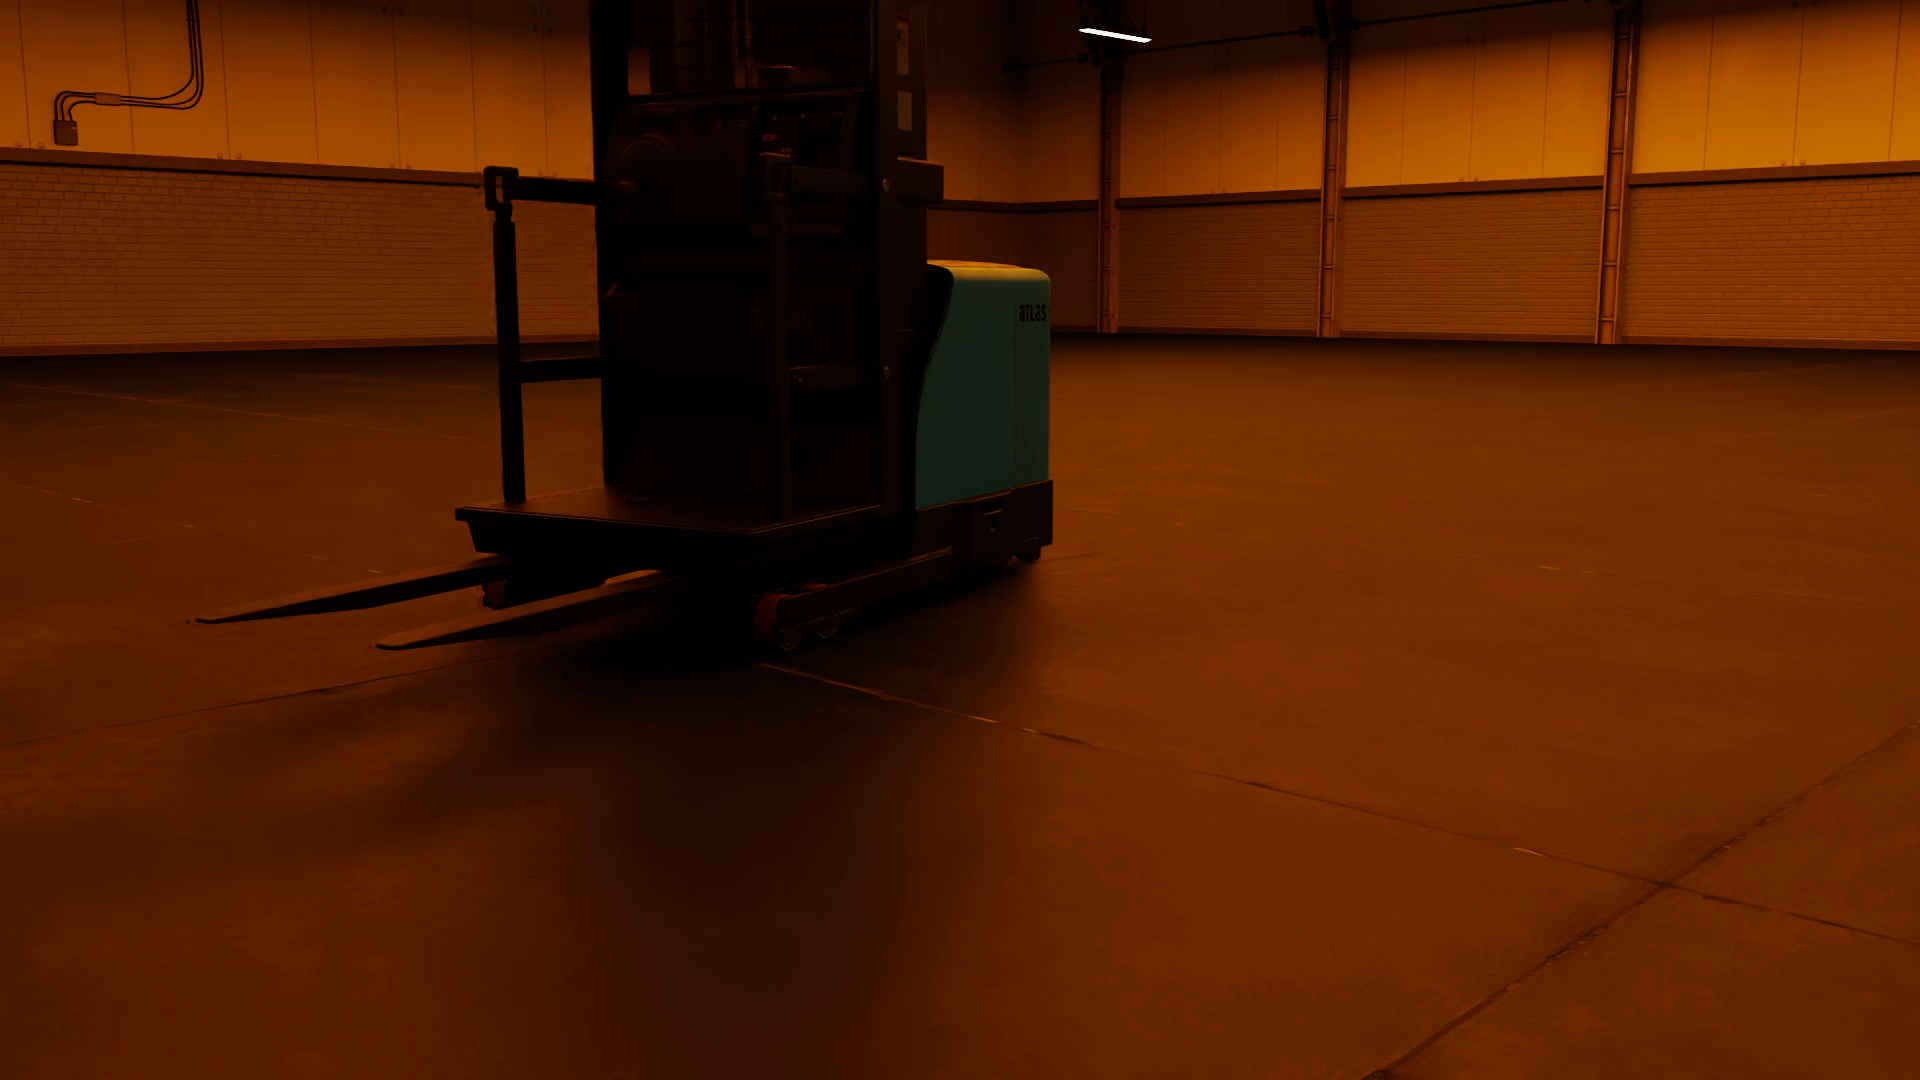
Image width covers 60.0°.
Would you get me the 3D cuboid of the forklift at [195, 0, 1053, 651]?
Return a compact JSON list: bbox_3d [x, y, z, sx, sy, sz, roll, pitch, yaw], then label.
[{"bbox_3d":[-0.807,-1.214,4.935,1.130,2.935,3.031,5,10,28],"label":"forklift"}]
